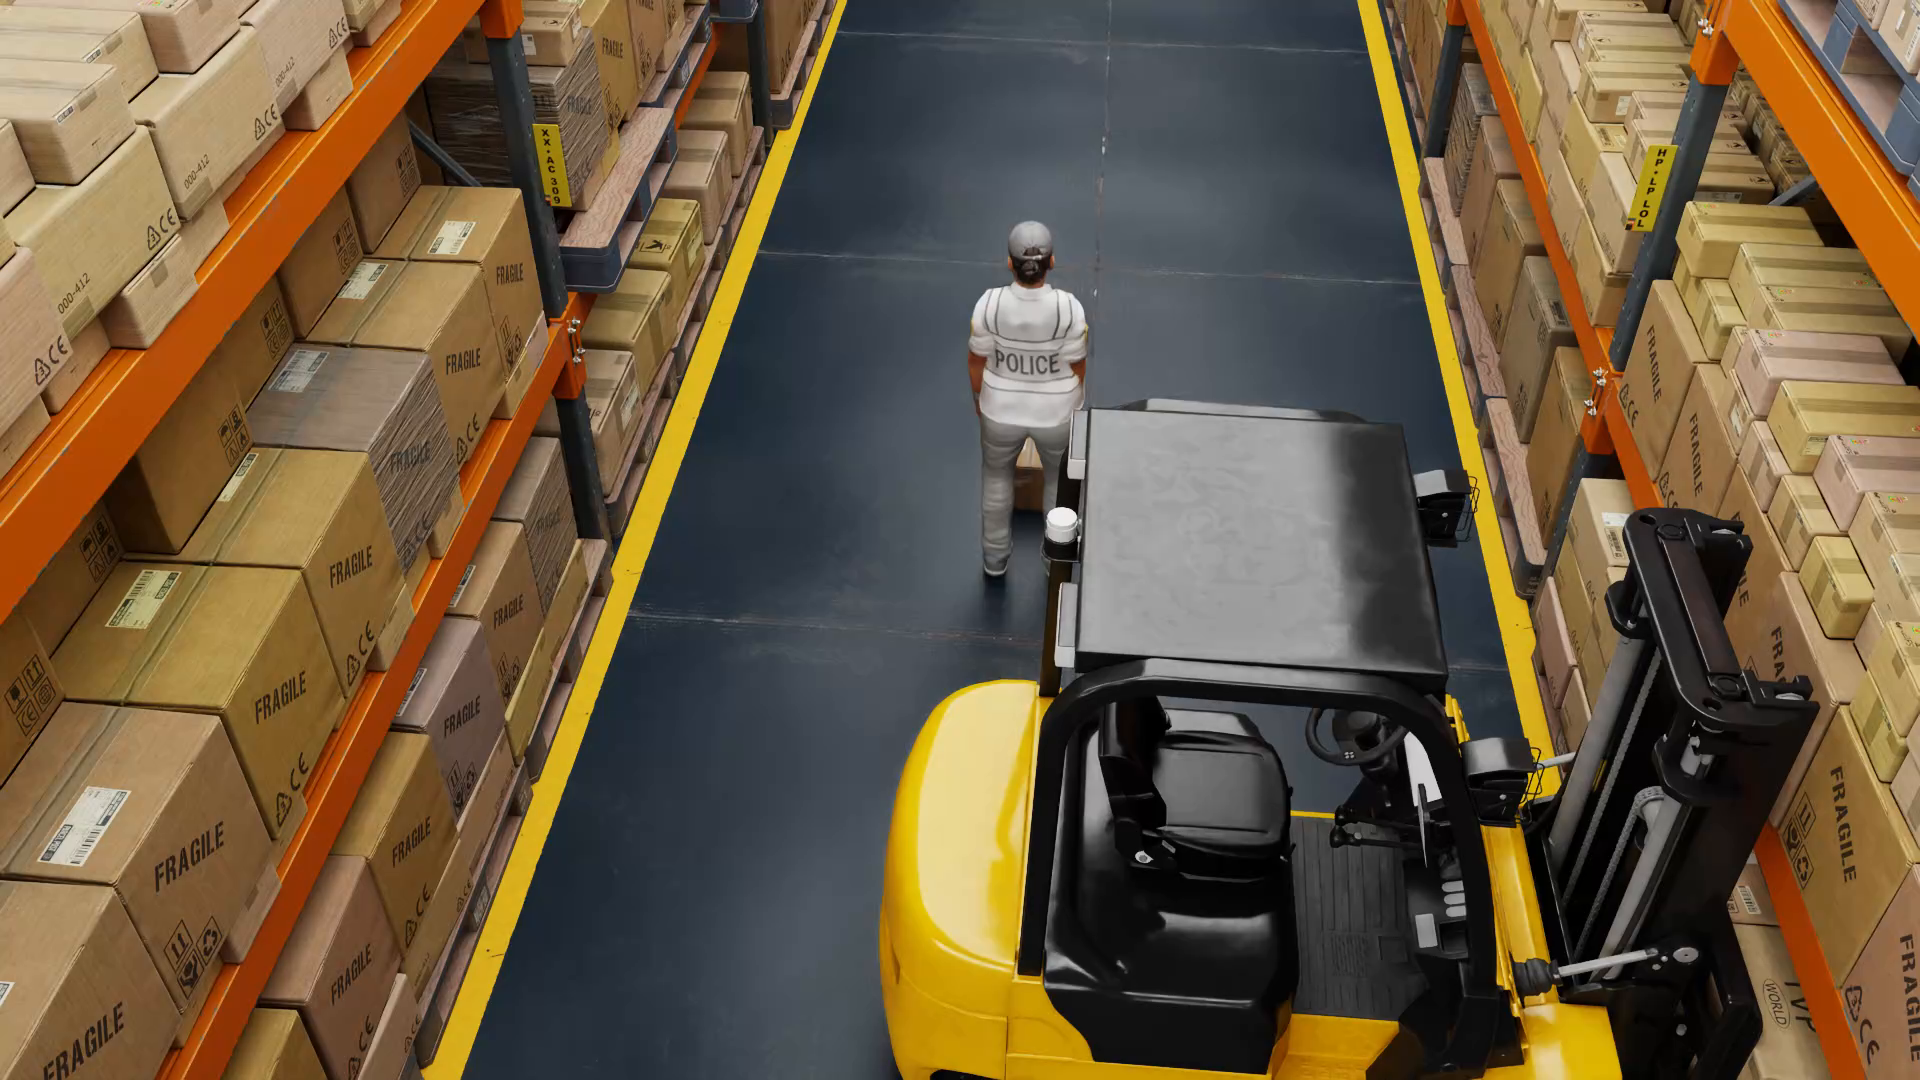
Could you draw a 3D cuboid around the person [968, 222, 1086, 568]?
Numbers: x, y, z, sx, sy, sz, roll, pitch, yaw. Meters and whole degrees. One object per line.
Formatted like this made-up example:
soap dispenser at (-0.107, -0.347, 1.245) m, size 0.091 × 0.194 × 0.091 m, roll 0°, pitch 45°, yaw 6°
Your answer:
person at (0.269, -0.566, 6.781) m, size 0.475 × 1.577 × 0.394 m, roll 4°, pitch 40°, yaw 5°
